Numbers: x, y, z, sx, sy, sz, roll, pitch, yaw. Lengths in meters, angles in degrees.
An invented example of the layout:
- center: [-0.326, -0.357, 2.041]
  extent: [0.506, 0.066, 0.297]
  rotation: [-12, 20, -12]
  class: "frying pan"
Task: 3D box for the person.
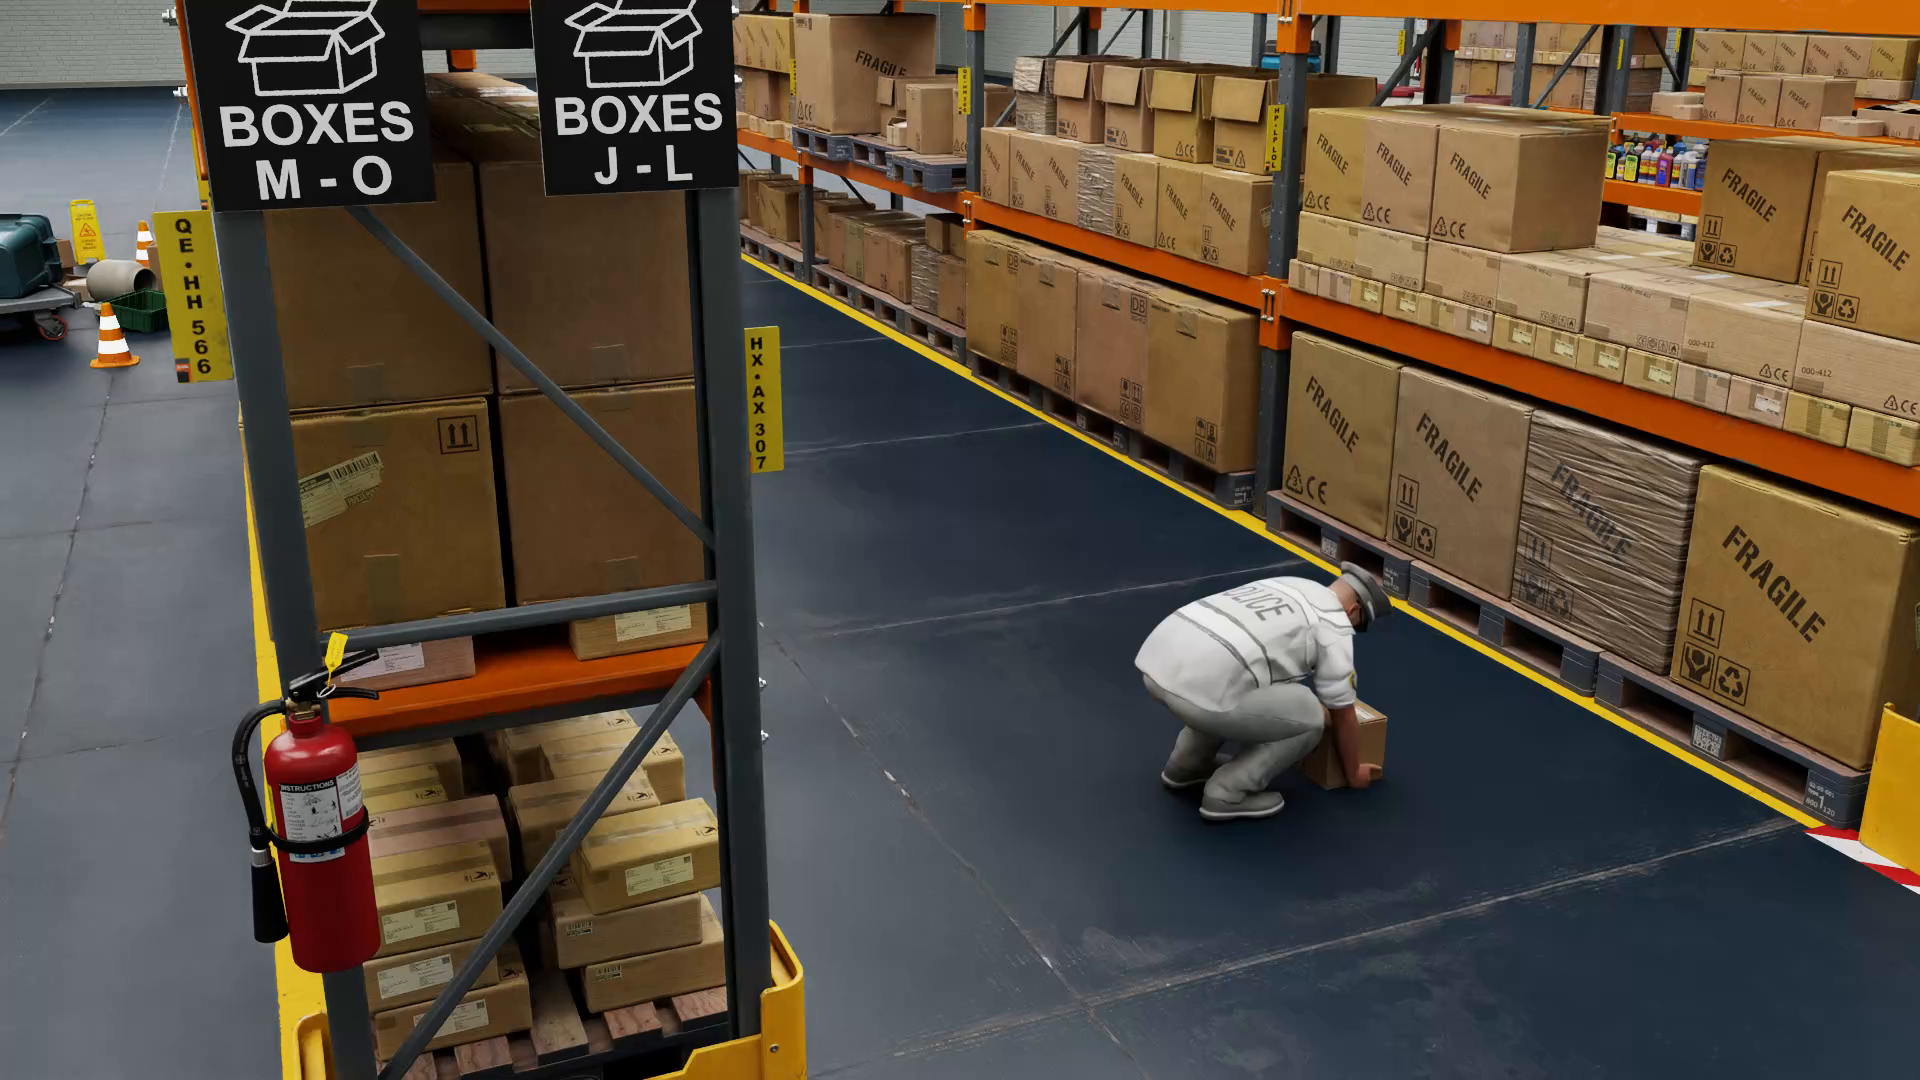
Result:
- center: [1.111, 0.521, 5.981]
  extent: [1.032, 0.852, 0.536]
  rotation: [-9, 20, -24]
  class: "person"
